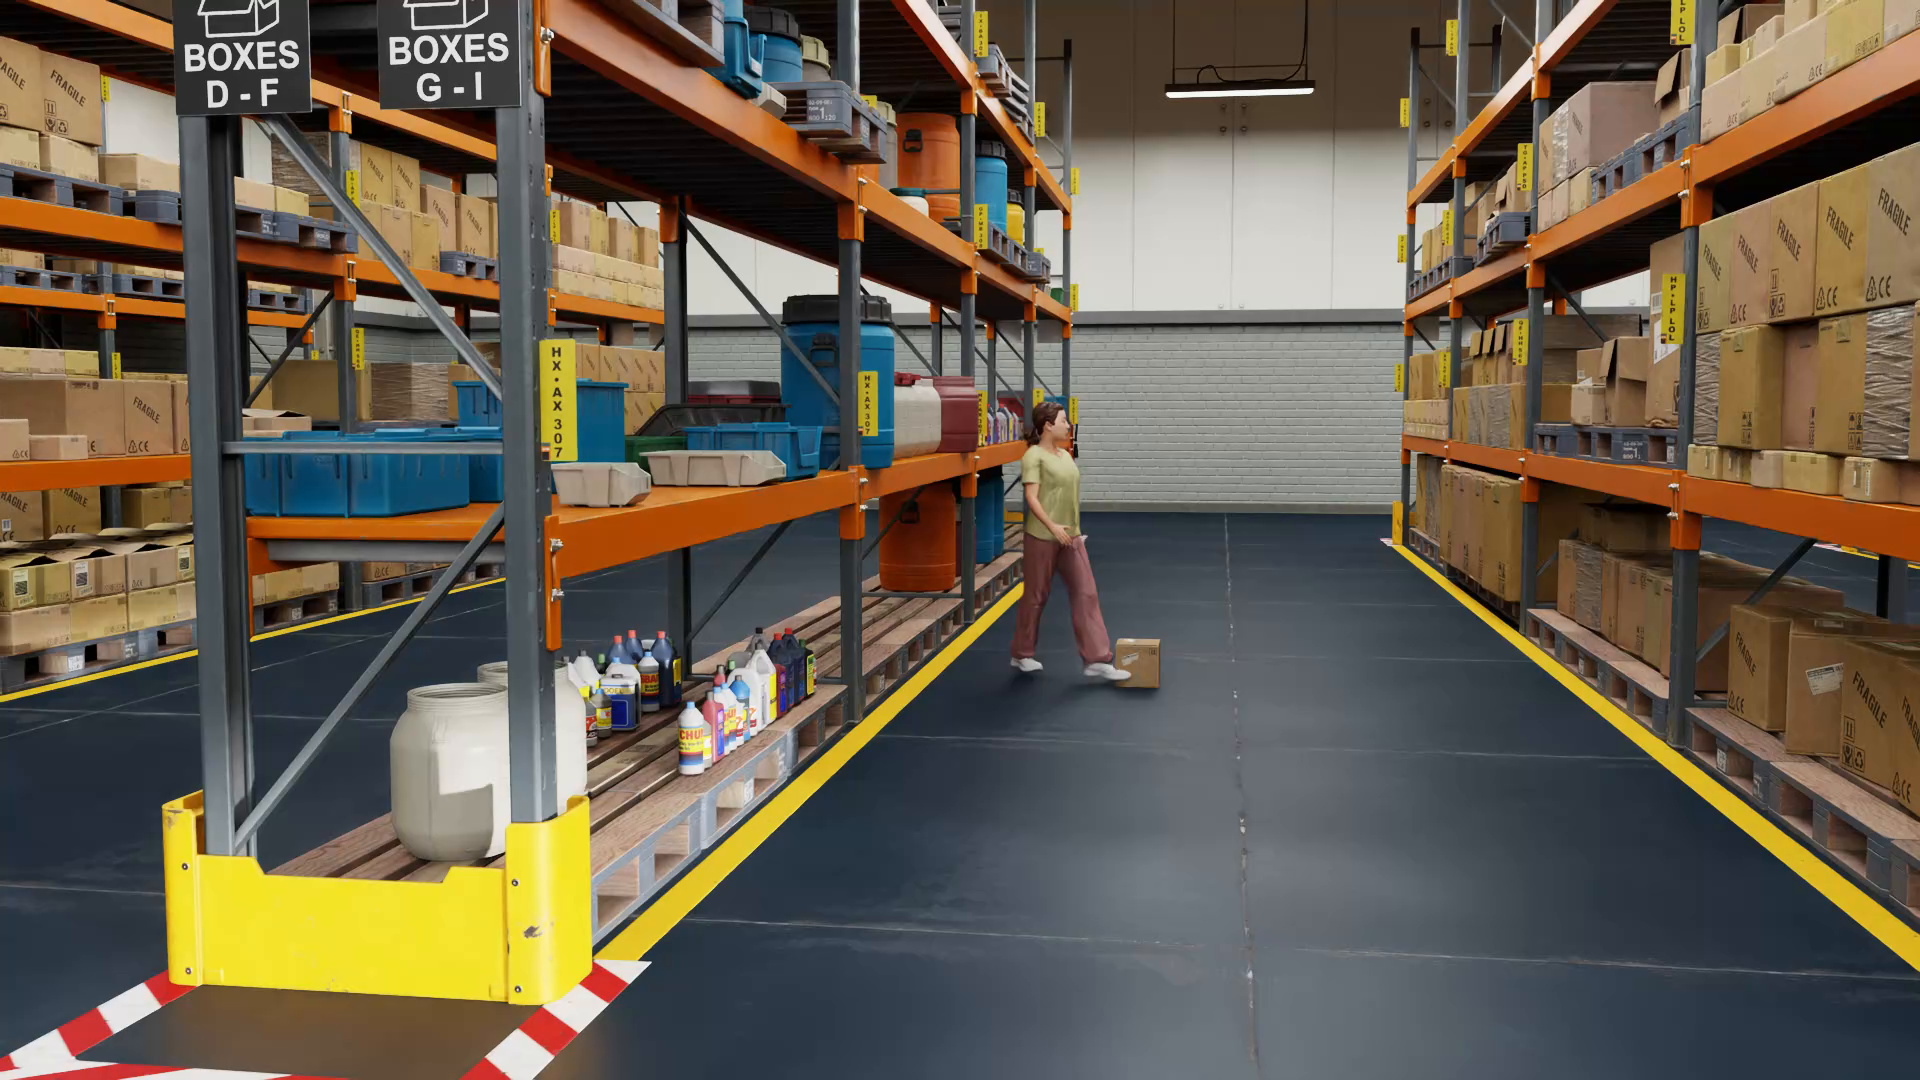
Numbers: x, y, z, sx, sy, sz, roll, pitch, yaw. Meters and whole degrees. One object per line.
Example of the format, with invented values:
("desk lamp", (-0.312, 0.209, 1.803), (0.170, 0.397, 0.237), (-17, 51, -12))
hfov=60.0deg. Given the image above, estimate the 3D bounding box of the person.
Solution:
("person", (0.620, -0.006, 9.834), (0.482, 1.628, 0.885), (-4, 6, -42))
